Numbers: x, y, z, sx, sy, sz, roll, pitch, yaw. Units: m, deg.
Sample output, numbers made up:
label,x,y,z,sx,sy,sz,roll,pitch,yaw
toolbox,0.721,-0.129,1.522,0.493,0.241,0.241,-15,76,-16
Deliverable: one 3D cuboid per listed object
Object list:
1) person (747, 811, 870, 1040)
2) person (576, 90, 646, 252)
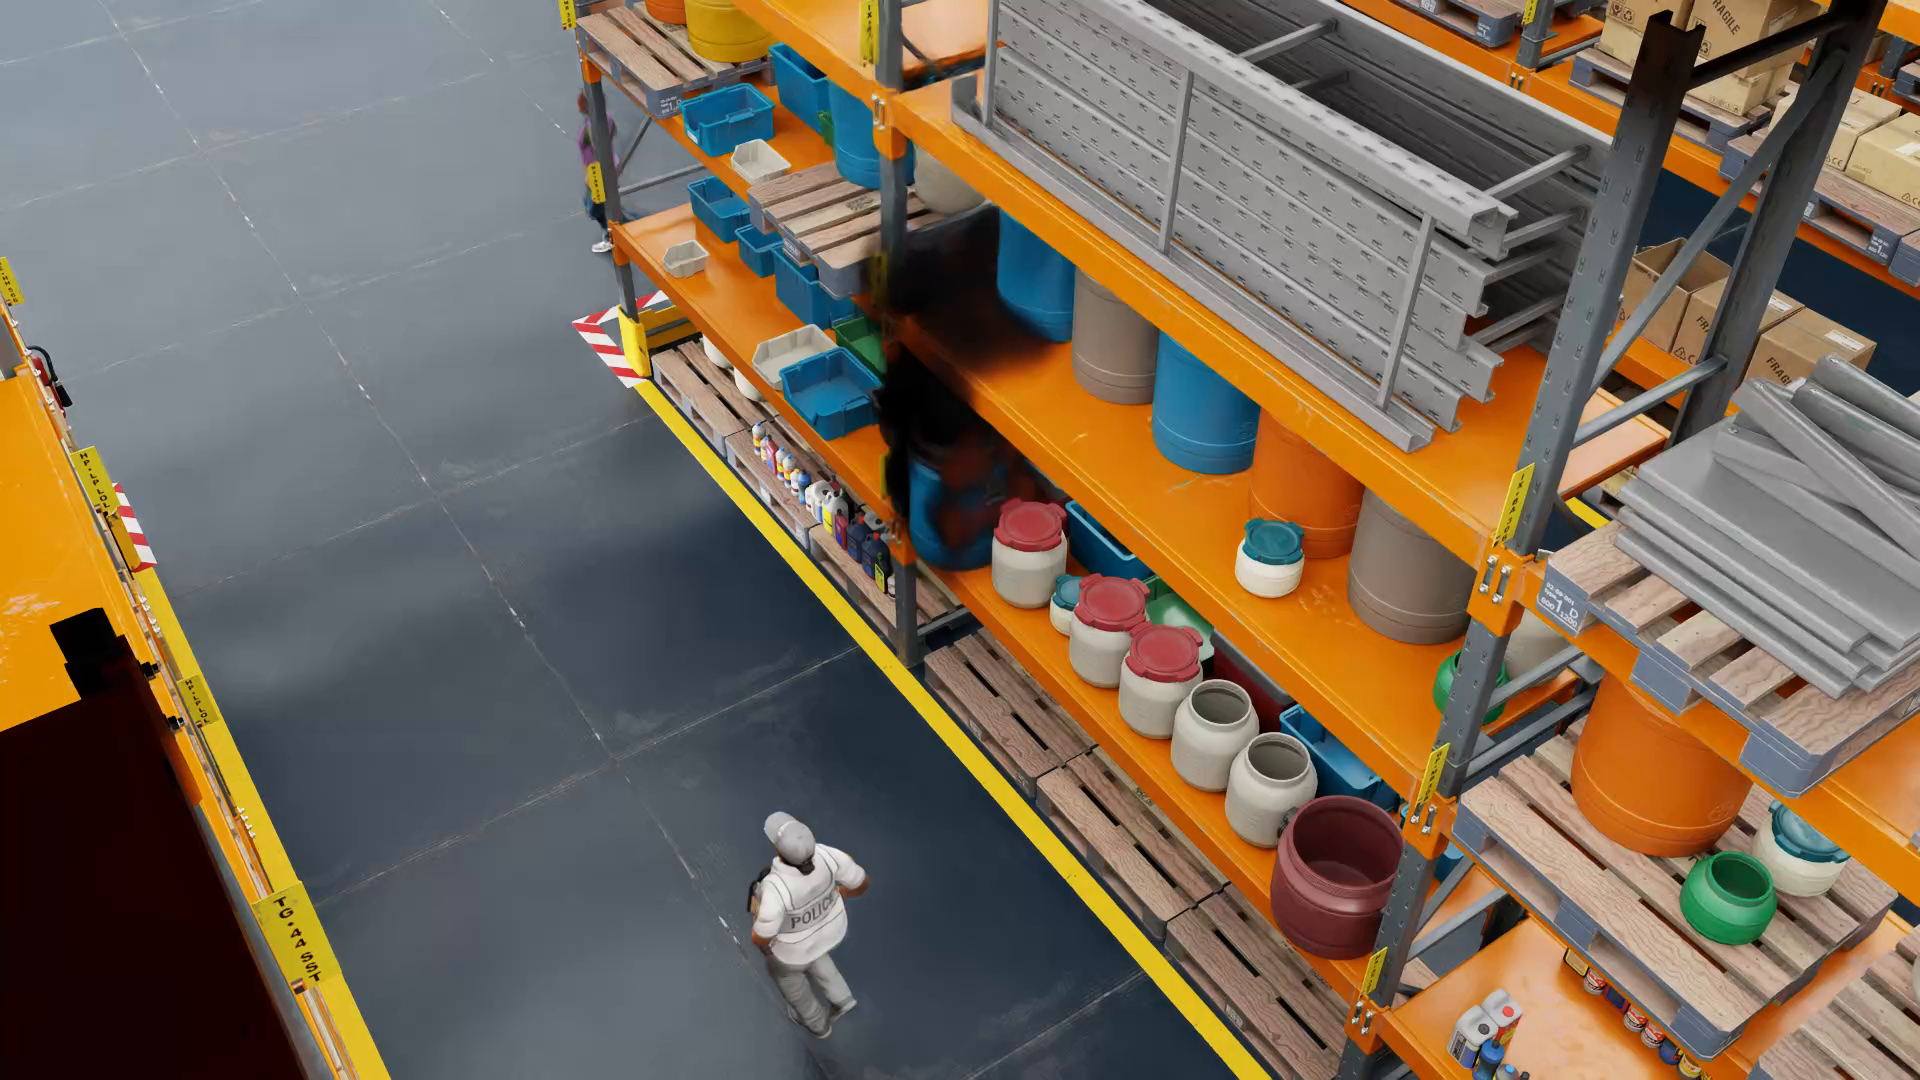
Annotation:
label,x,y,z,sx,sy,sz,roll,pitch,yaw
person,-0.782,1.881,8.114,0.615,1.624,0.502,-32,51,-30
person,-2.938,-3.071,13.970,0.570,1.565,0.571,1,43,2
